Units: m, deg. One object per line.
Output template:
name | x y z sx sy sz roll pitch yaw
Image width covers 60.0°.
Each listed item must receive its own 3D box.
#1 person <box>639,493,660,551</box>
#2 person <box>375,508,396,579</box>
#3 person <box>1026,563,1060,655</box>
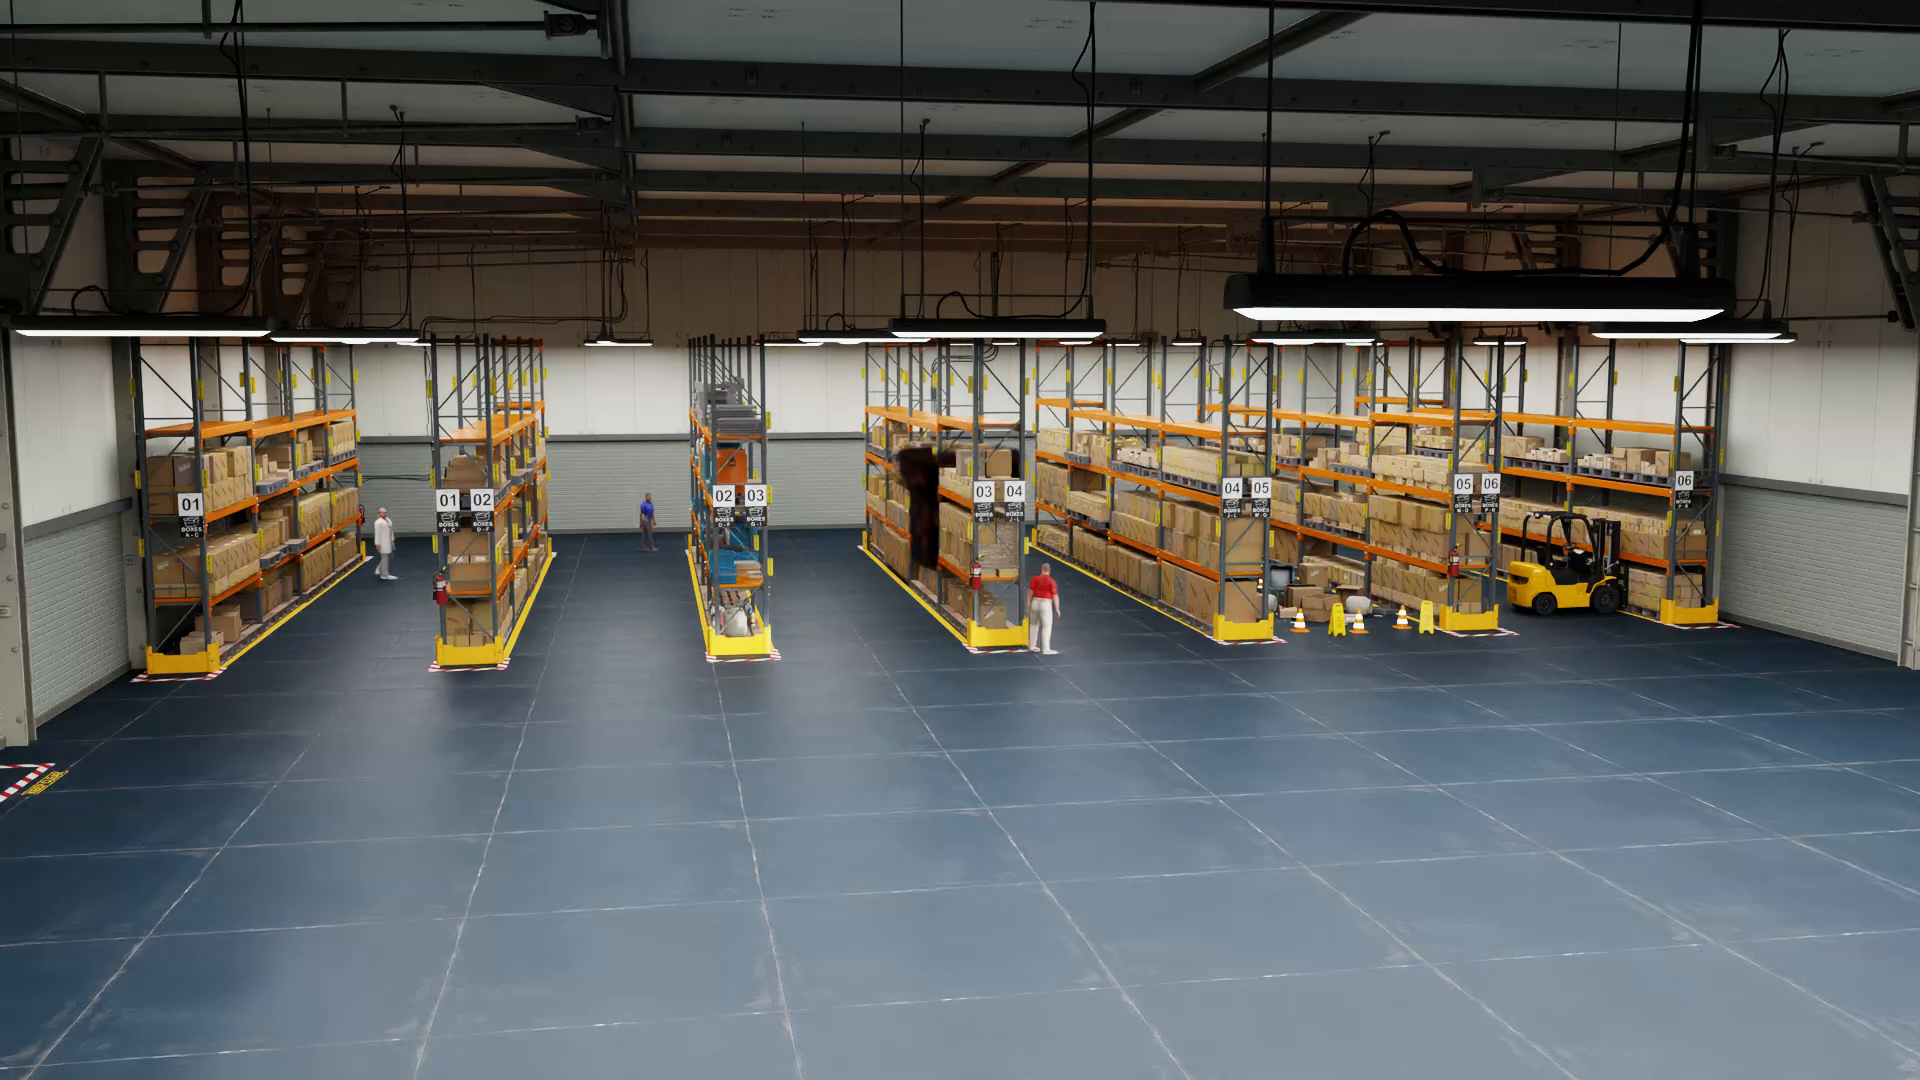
person | -8.832 -0.510 47.368 0.612 1.654 0.484 0 7 2
person | -14.335 0.087 41.415 0.527 1.788 0.595 -1 7 -8
person | 1.528 1.306 31.368 0.724 1.774 0.459 5 8 36
